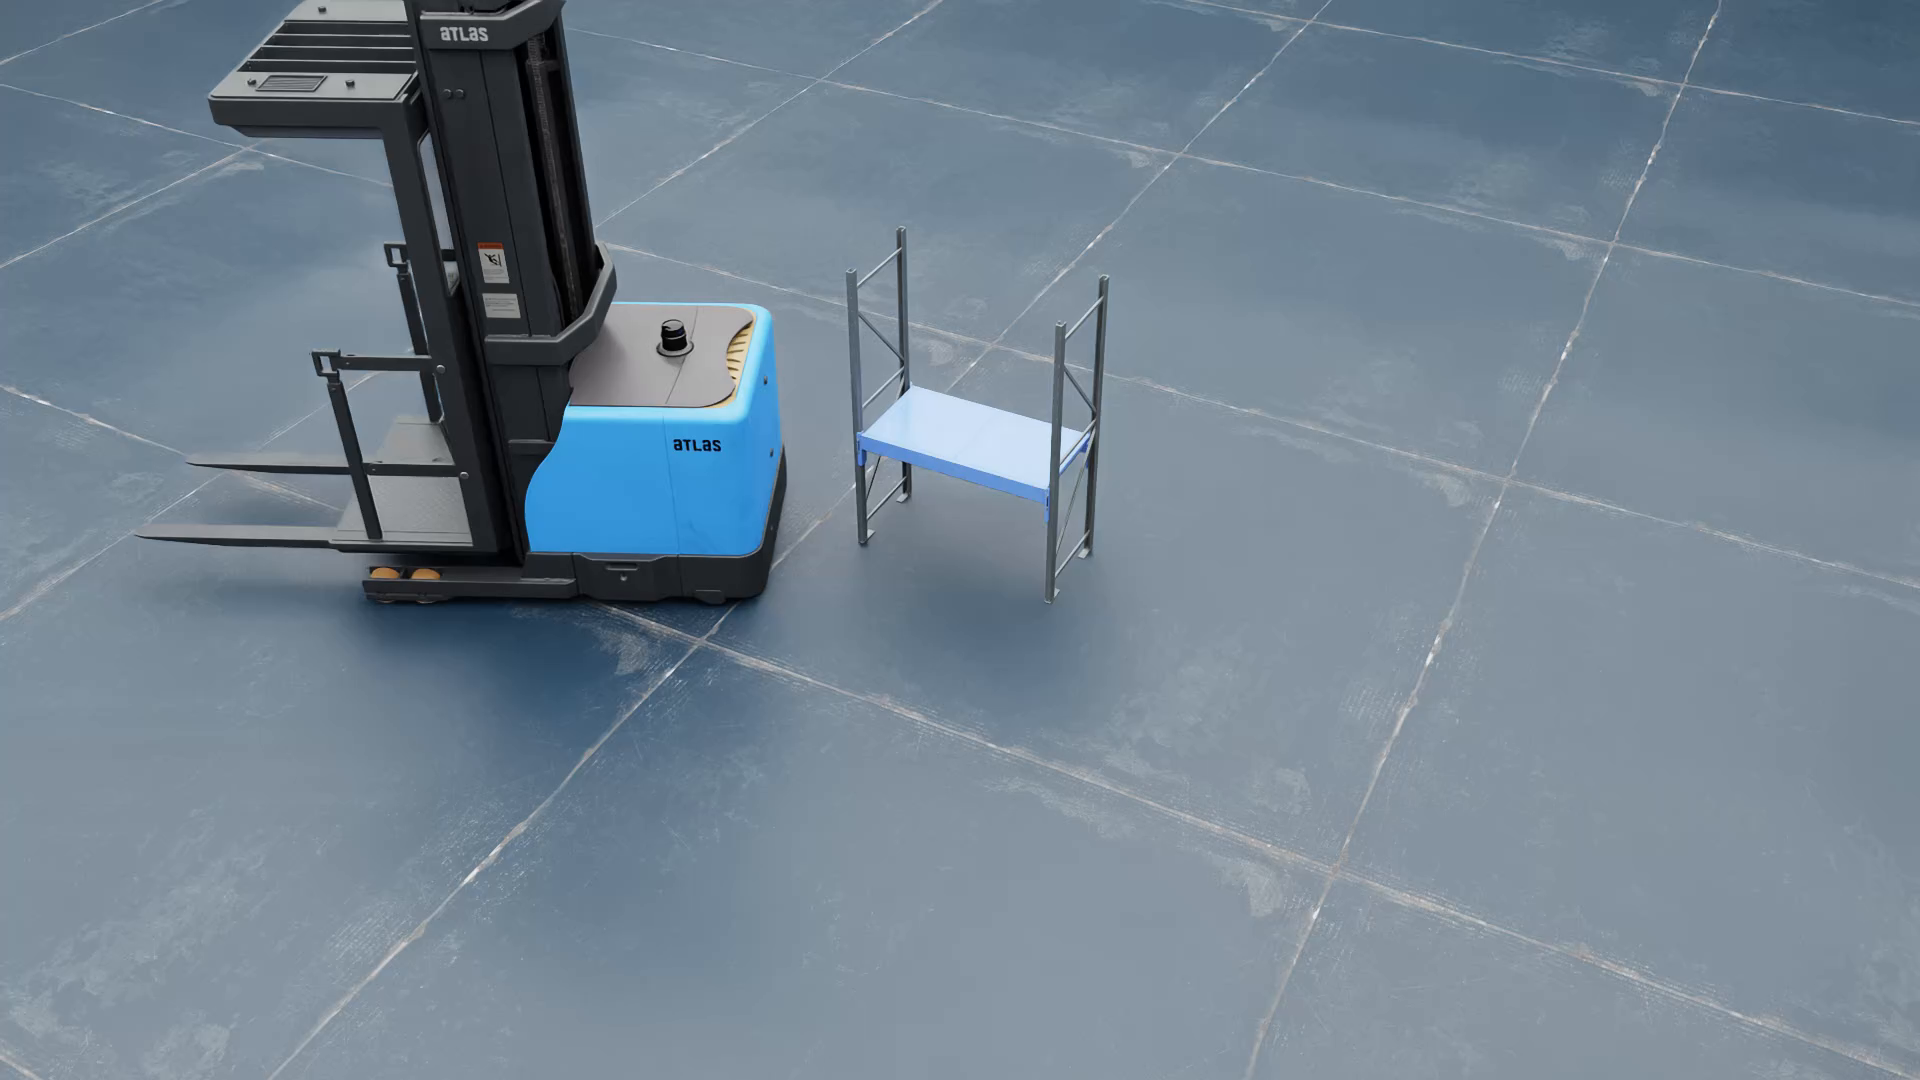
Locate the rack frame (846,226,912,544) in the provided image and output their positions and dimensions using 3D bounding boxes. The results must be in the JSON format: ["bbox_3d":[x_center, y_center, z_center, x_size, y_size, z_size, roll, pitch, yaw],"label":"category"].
[{"bbox_3d":[-0.376,-0.715,7.952,0.032,1.500,0.500,17,41,21],"label":"rack frame"}]

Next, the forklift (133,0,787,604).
[{"bbox_3d":[-2.414,-1.186,7.388,3.031,2.935,1.130,1,37,2],"label":"forklift"}]

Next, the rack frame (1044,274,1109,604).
[{"bbox_3d":[0.527,-0.432,7.579,0.032,1.500,0.500,17,41,21],"label":"rack frame"}]

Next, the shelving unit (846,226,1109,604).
[{"bbox_3d":[0.076,-0.574,7.765,1.048,1.500,0.538,17,41,21],"label":"shelving unit"}]

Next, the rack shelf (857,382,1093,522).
[{"bbox_3d":[0.076,-0.430,7.874,1.000,0.185,0.538,17,41,21],"label":"rack shelf"}]
